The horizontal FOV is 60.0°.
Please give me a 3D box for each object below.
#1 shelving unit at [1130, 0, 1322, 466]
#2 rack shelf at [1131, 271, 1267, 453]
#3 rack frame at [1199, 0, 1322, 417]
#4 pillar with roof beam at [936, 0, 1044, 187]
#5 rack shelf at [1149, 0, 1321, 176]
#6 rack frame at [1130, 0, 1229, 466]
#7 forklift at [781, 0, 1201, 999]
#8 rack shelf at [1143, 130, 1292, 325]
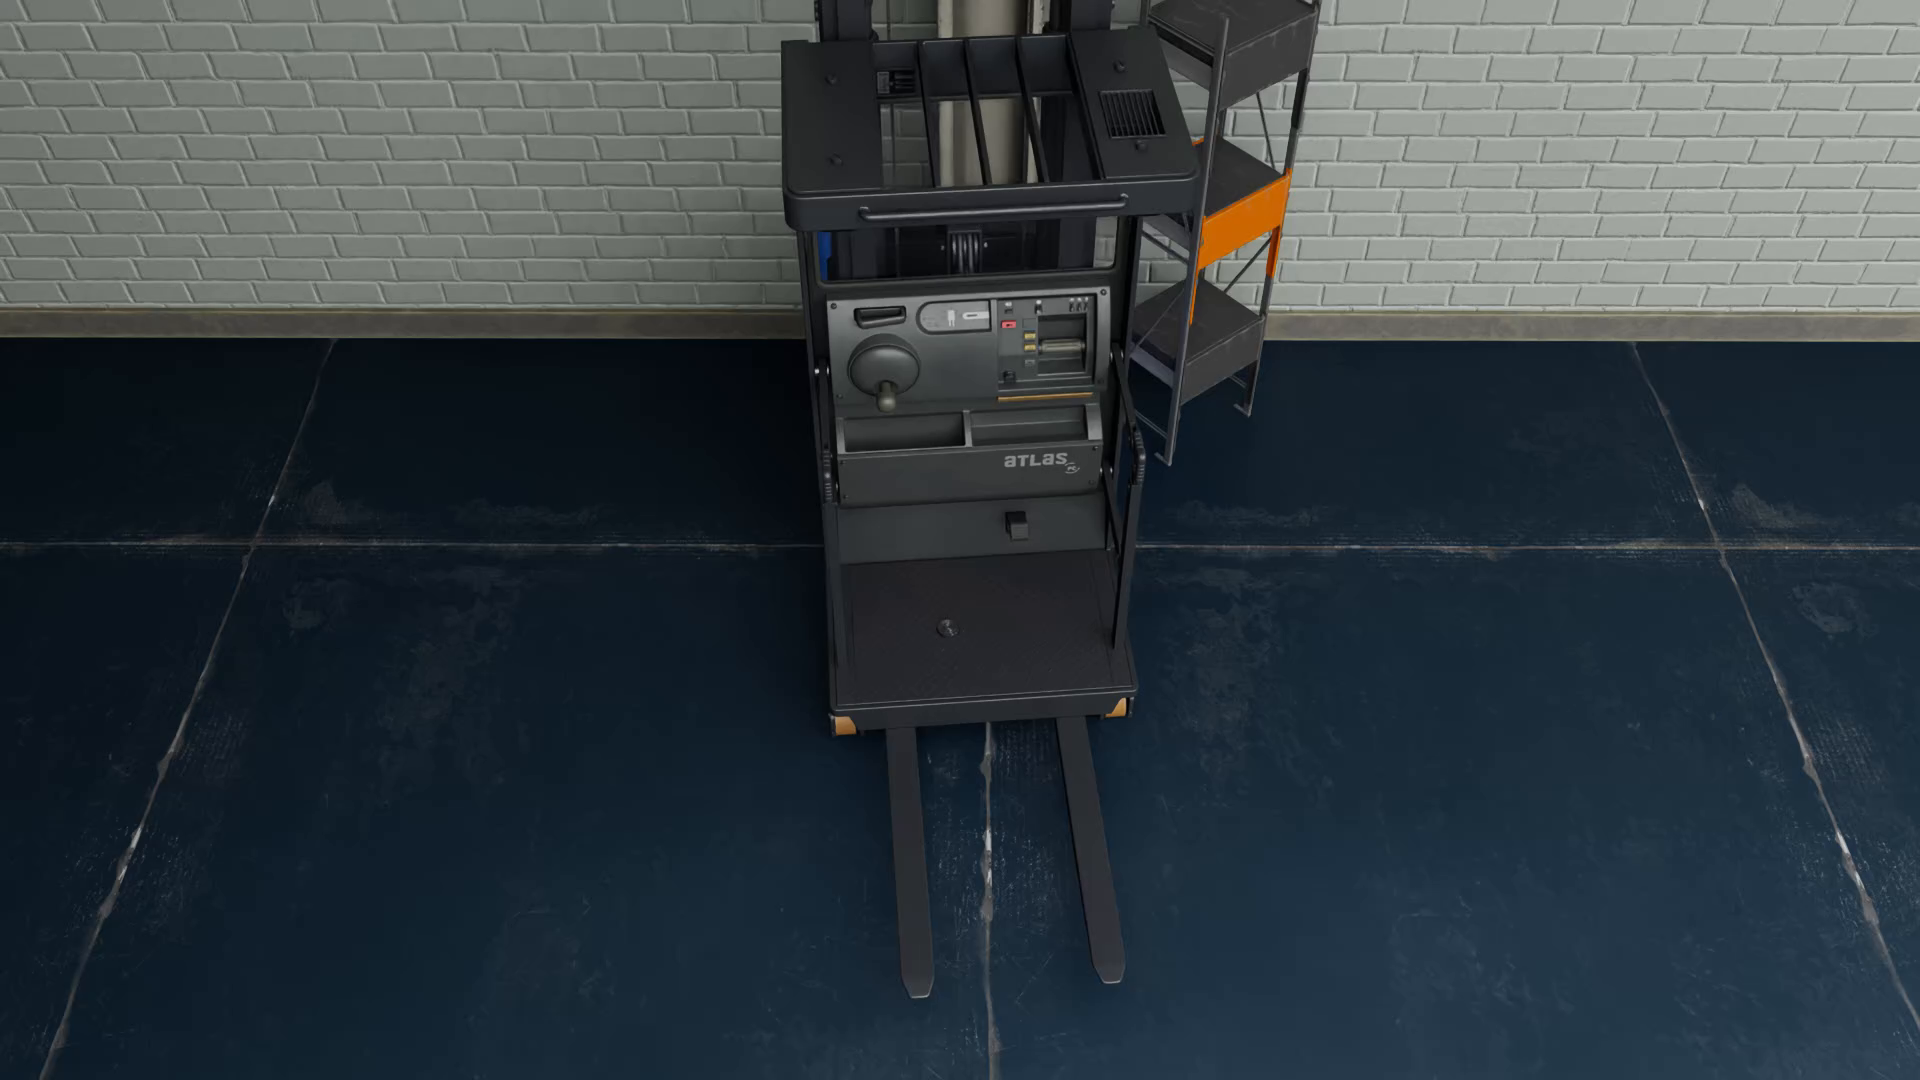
[{"bbox_3d":[0.961,-1.260,6.569,0.503,2.100,0.431,-31,54,-26],"label":"shelving unit"},{"bbox_3d":[0.961,-0.774,7.091,0.480,0.518,0.431,-31,54,-26],"label":"rack shelf"},{"bbox_3d":[1.149,-1.374,6.675,0.015,2.100,0.400,-31,54,-26],"label":"rack frame"},{"bbox_3d":[0.096,-0.757,1.388,0.400,9.000,9.100,0,47,0],"label":"pillar with roof beam"},{"bbox_3d":[0.961,-1.727,6.066,0.480,0.518,0.431,-31,54,-26],"label":"rack shelf"},{"bbox_3d":[0.773,-1.146,6.463,0.015,2.100,0.400,-31,54,-26],"label":"rack frame"},{"bbox_3d":[0.052,-0.540,5.331,1.130,2.935,3.031,-3,47,-3],"label":"forklift"},{"bbox_3d":[0.961,-1.250,6.579,0.480,0.518,0.431,-31,54,-26],"label":"rack shelf"}]
